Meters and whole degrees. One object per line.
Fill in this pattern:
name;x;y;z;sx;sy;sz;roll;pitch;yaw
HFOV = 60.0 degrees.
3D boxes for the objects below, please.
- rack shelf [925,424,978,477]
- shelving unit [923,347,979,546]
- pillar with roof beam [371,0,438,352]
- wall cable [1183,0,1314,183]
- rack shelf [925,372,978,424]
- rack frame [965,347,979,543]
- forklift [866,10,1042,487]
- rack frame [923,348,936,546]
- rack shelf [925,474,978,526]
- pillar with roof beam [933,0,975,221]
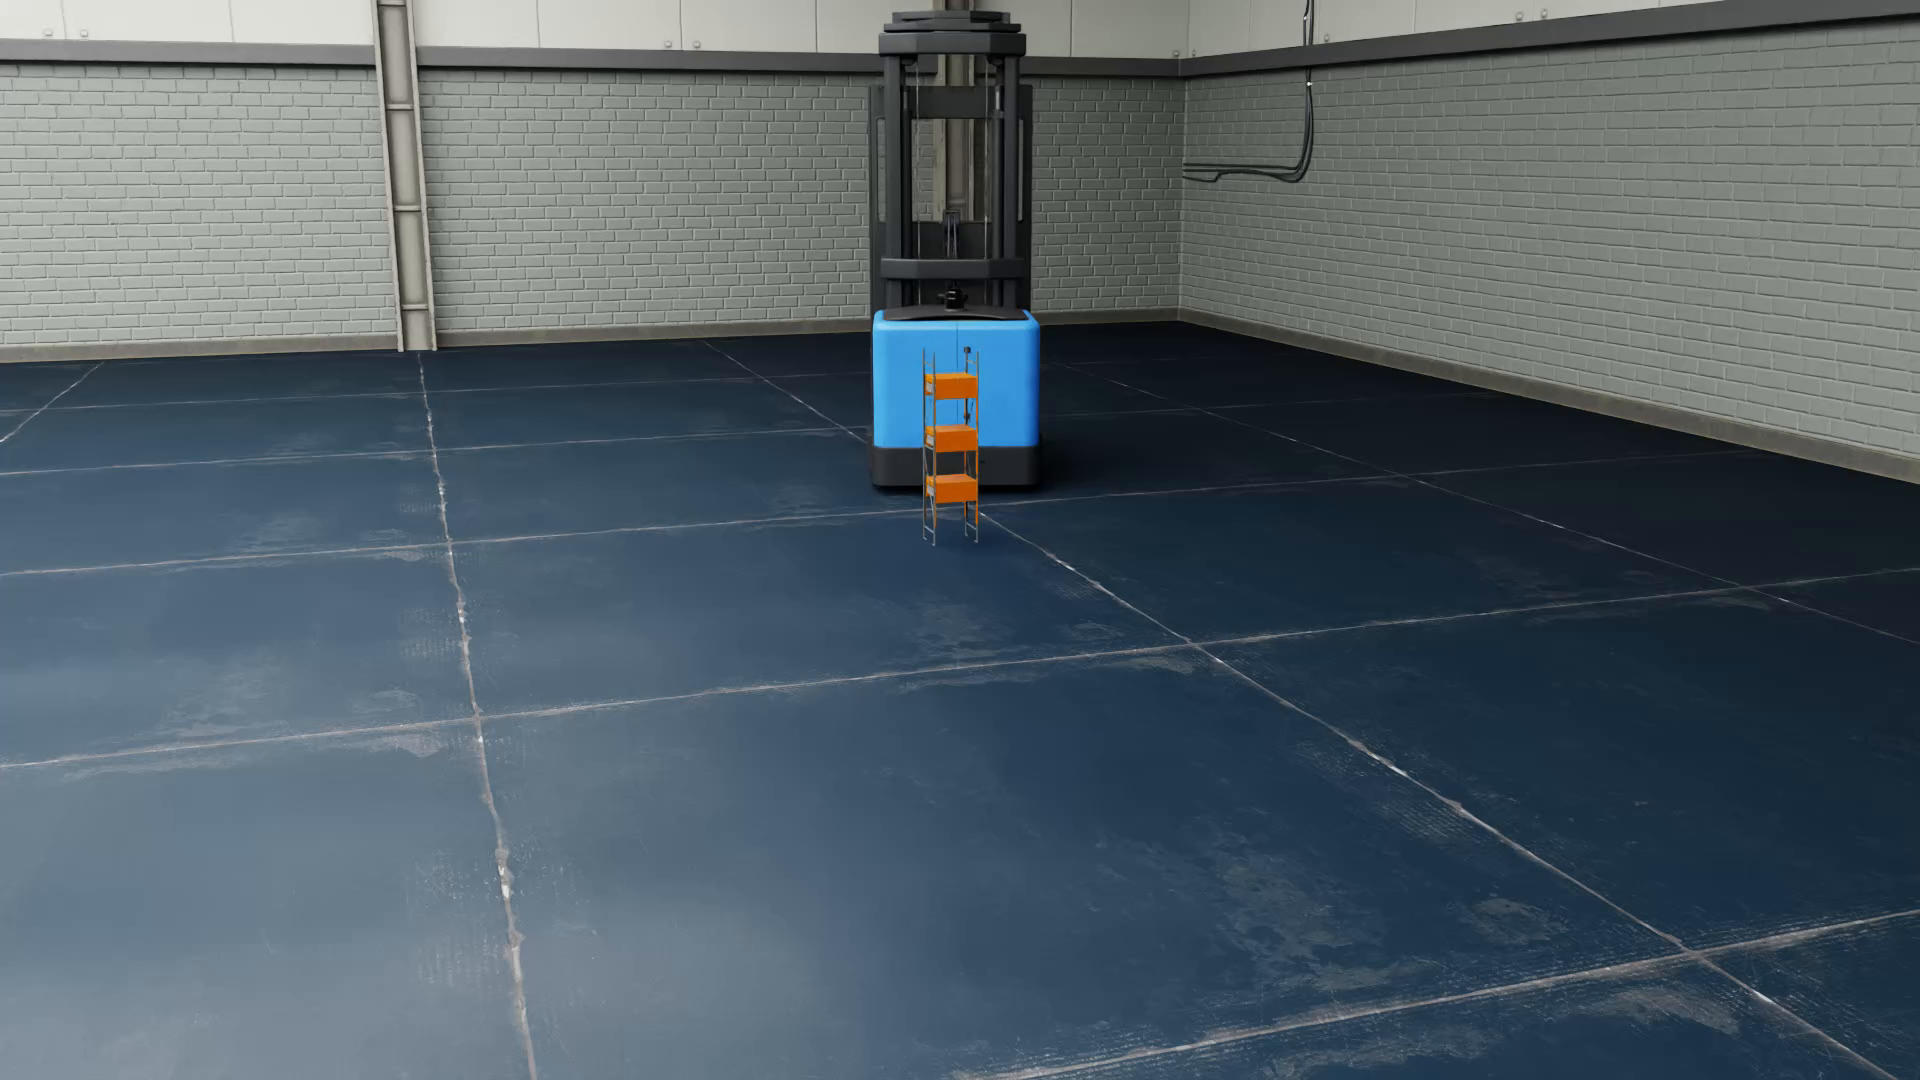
rack shelf;-0.051;-0.497;9.007;0.240;0.259;0.215;-4;14;-18
shelving unit;-0.051;-0.507;9.005;0.252;1.050;0.215;-4;14;-18
pillar with roof beam;-4.387;-5.460;12.652;0.400;9.000;9.100;-4;14;-18
wall cable;3.140;-5.264;18.538;0.112;2.526;3.097;-4;14;-18
rack shelf;-0.051;-0.773;8.941;0.240;0.259;0.215;-4;14;-18
rack frame;0.065;-0.516;9.043;0.008;1.050;0.200;-4;14;-18
forklift;-0.075;-2.040;11.386;1.130;2.935;3.031;-1;13;-2
rack frame;-0.166;-0.498;8.967;0.008;1.050;0.200;-4;14;-18
rack shelf;-0.051;-0.226;9.071;0.240;0.259;0.215;-4;14;-18
pillar with roof beam;1.300;-5.903;14.514;0.400;9.000;9.100;-4;14;-18
